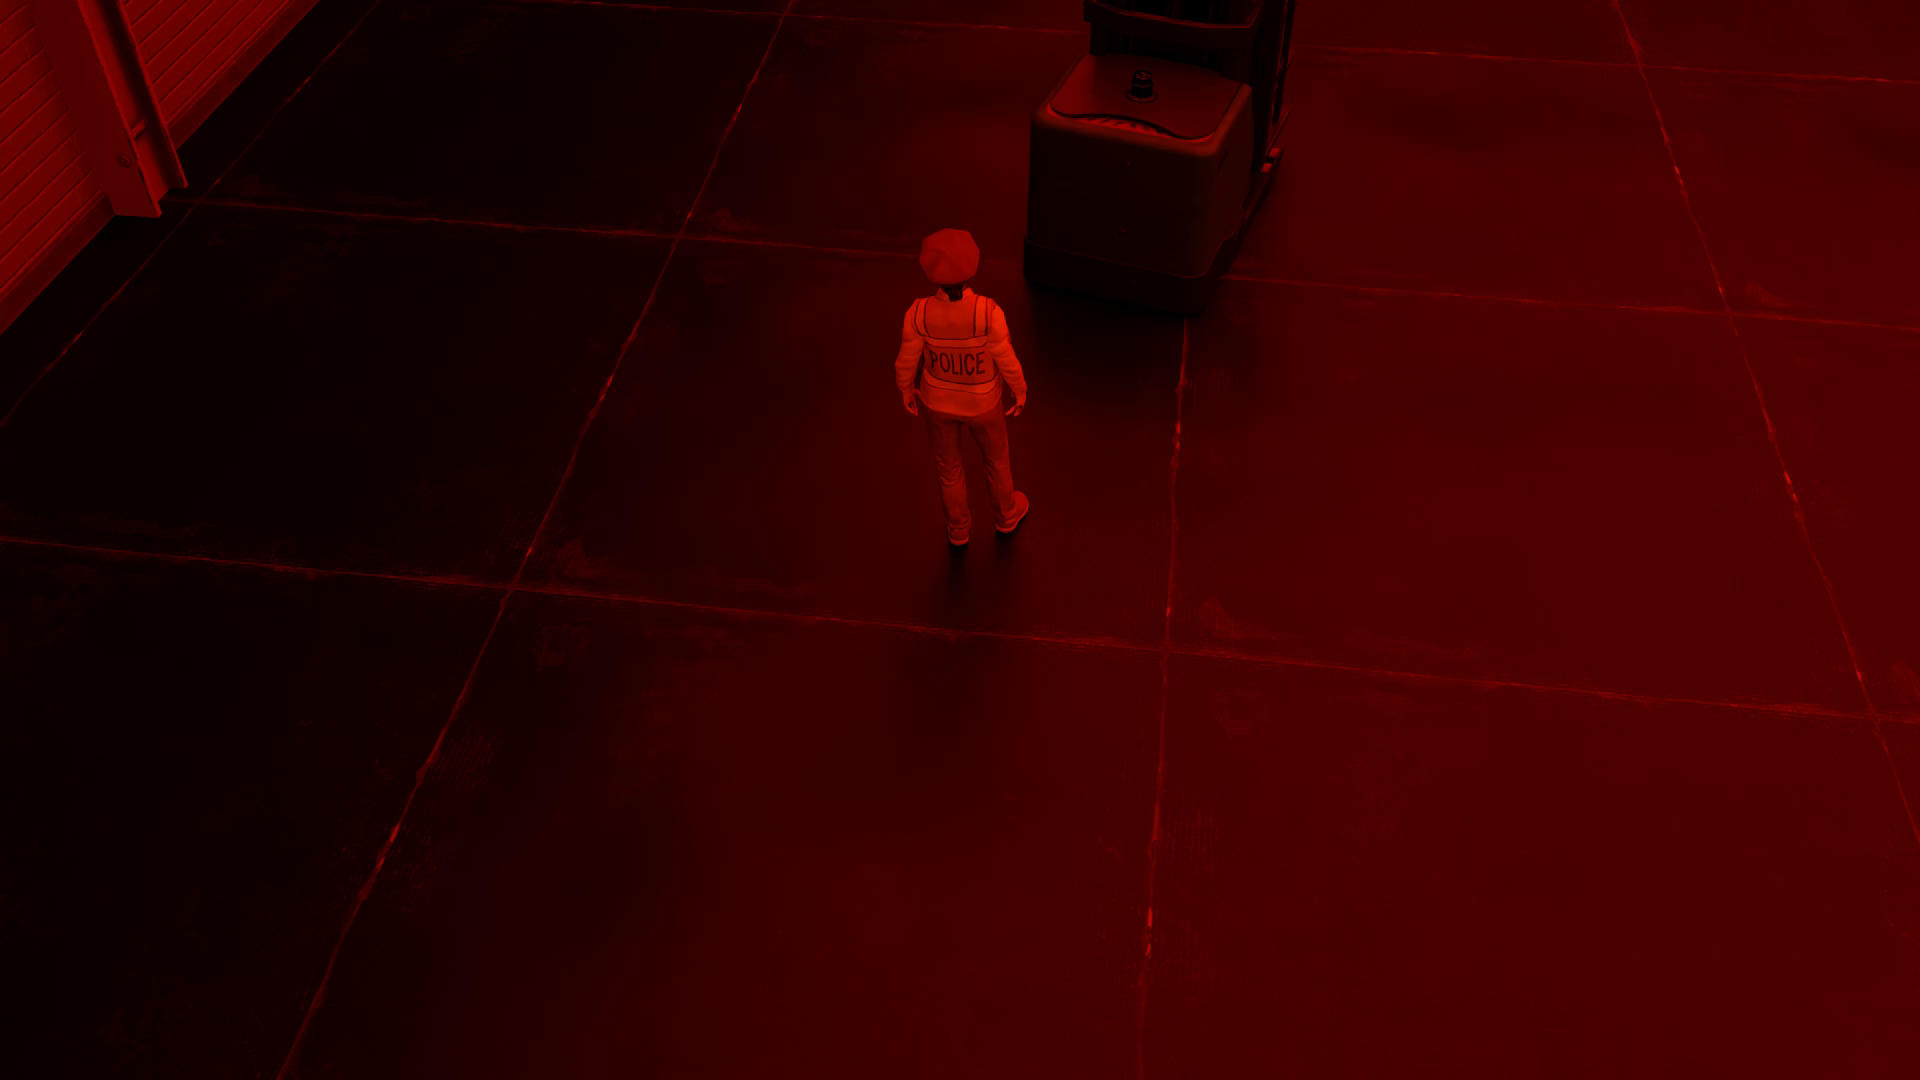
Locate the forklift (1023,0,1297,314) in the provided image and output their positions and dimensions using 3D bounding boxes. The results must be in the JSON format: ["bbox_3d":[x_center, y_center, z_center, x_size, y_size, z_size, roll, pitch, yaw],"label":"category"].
[{"bbox_3d":[1.370,-3.327,9.347,1.130,2.935,3.031,15,45,16],"label":"forklift"}]

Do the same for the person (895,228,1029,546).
[{"bbox_3d":[0.016,-0.675,7.363,0.586,1.694,0.530,5,43,6],"label":"person"}]
